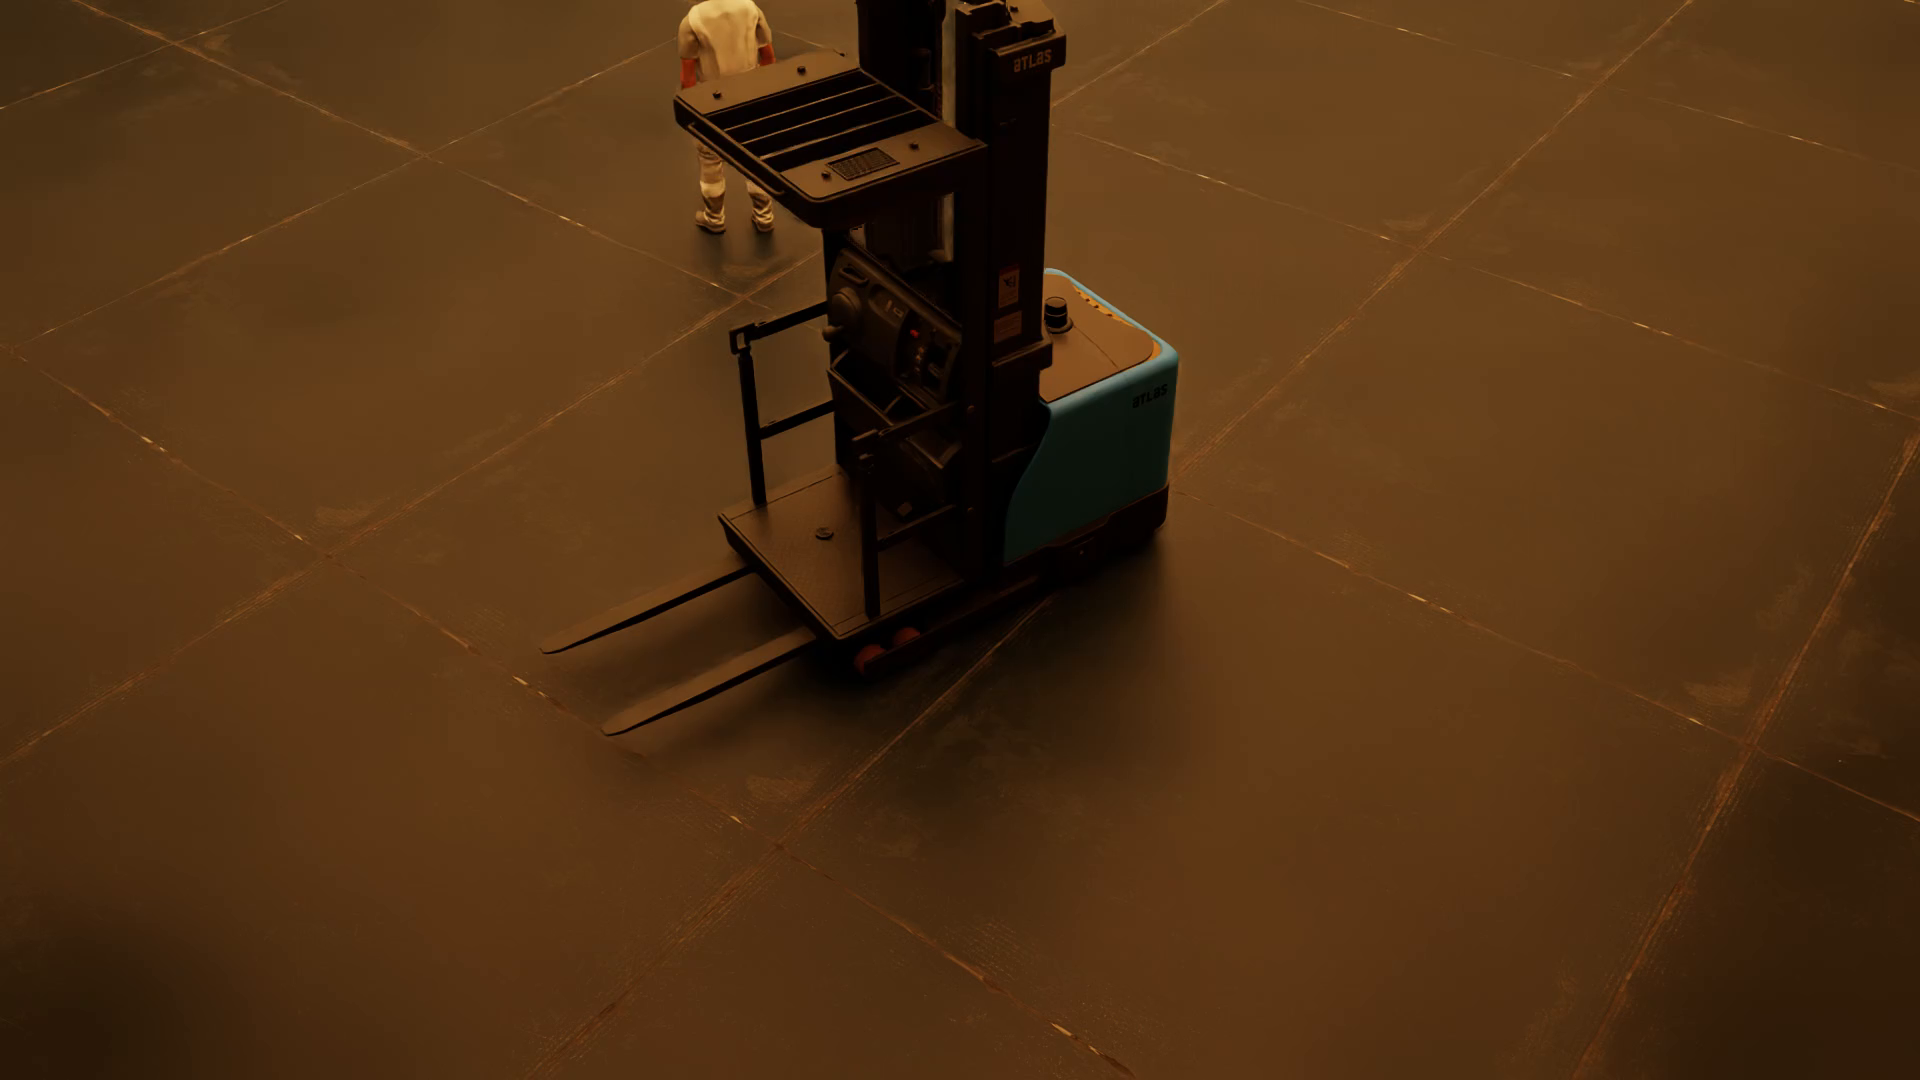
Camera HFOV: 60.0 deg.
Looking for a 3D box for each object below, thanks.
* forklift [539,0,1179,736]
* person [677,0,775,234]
[{"bbox_3d":[-0.461,-0.867,7.092,3.031,2.935,1.130,-25,46,-26],"label":"forklift"},{"bbox_3d":[-1.412,-2.703,10.147,0.612,1.789,0.458,-15,43,-17],"label":"person"}]
